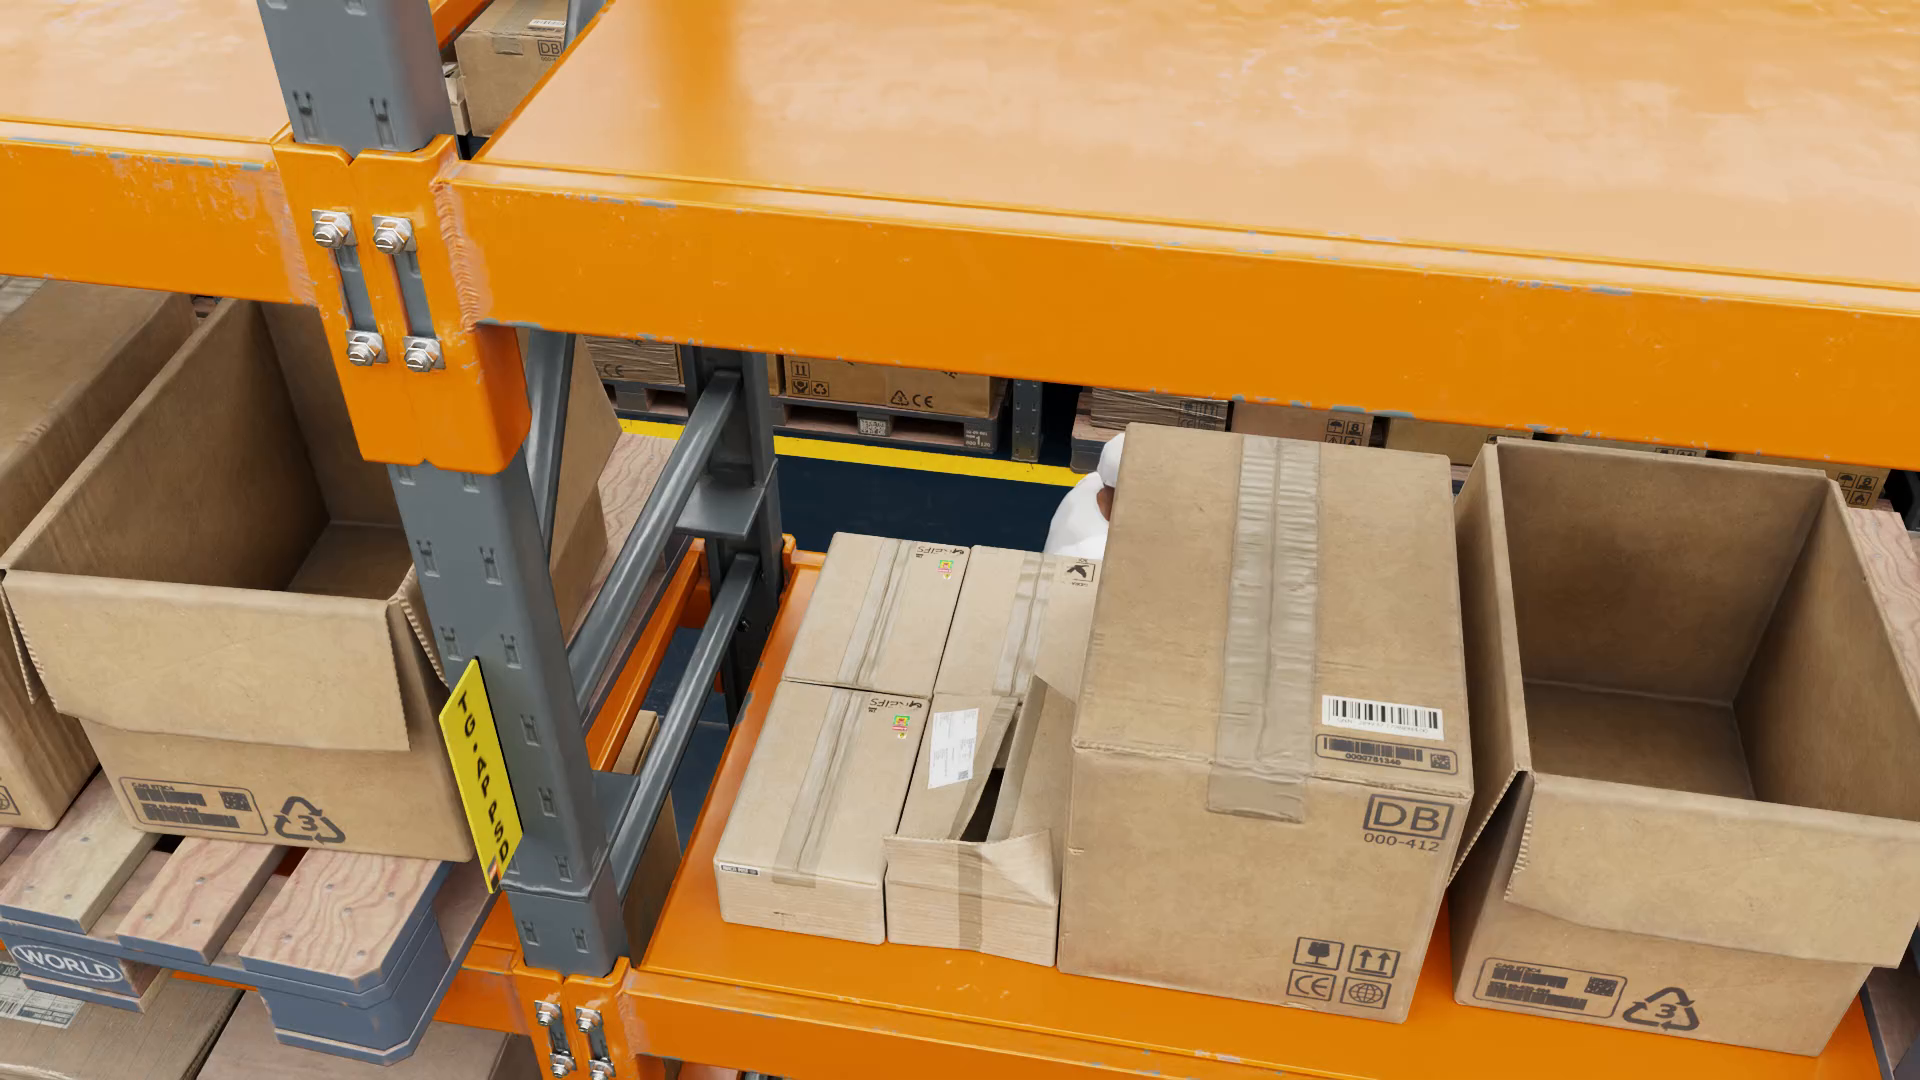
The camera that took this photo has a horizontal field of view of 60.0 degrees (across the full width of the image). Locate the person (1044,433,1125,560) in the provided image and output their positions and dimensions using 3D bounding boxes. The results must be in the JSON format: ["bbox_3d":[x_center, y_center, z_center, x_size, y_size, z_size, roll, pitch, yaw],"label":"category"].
[{"bbox_3d":[0.482,0.369,5.711,0.444,1.775,0.629,4,40,5],"label":"person"}]
